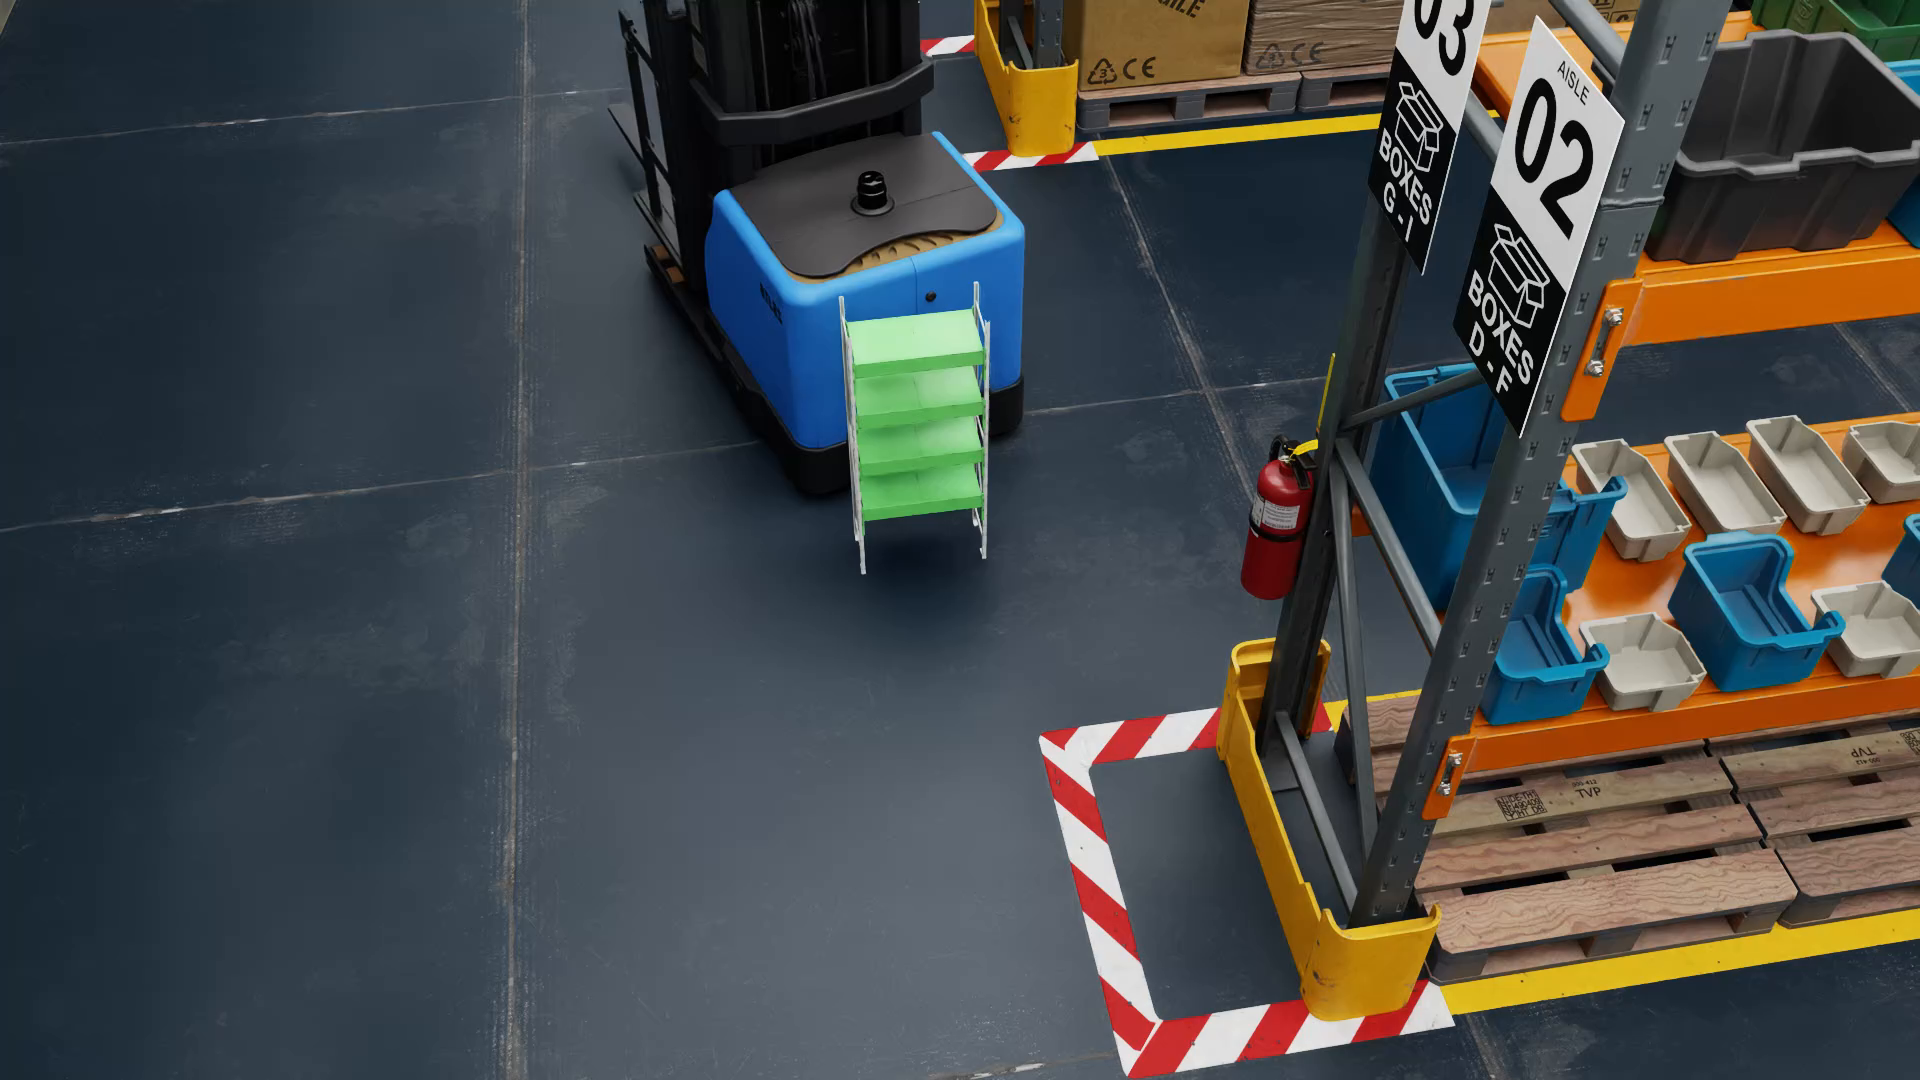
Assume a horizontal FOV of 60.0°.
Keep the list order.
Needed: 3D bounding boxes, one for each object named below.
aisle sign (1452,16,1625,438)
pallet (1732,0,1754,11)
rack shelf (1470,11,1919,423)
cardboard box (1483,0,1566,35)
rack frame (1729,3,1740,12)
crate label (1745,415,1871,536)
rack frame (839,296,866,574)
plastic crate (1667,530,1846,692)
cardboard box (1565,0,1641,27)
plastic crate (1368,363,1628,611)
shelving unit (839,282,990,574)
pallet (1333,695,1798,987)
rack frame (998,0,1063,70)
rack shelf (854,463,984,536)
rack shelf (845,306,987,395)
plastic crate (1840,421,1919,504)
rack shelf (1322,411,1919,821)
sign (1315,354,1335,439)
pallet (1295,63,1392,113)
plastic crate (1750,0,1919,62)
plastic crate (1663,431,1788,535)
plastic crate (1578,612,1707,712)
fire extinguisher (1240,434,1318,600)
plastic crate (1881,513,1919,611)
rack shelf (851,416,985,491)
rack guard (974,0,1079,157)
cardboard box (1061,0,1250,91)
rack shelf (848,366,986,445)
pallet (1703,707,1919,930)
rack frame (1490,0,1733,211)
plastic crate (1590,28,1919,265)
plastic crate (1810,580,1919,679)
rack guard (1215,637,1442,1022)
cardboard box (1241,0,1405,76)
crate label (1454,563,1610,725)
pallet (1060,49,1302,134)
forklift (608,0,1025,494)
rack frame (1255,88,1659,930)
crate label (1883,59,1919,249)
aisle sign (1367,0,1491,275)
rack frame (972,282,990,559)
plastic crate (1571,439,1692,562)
[{"bbox_3d":[1.187,-0.635,3.474,0.004,0.787,0.394,-7,46,-7],"label":"aisle sign"},{"bbox_3d":[5.051,-3.140,9.628,1.213,0.211,1.003,-7,46,-7],"label":"pallet"},{"bbox_3d":[3.178,-0.990,4.037,4.000,0.370,1.077,-7,46,-7],"label":"rack shelf"},{"bbox_3d":[2.753,-3.233,8.965,0.875,0.875,0.875,-7,46,-7],"label":"cardboard box"},{"bbox_3d":[4.304,-3.959,8.481,0.127,3.000,1.000,-7,46,-7],"label":"rack frame"},{"bbox_3d":[2.538,-0.188,4.990,0.243,0.136,0.396,-7,46,-7],"label":"crate label"},{"bbox_3d":[-0.404,-0.366,6.269,0.015,1.200,0.240,-7,46,-7],"label":"rack frame"},{"bbox_3d":[2.155,0.207,4.543,0.300,0.233,0.416,-7,46,-7],"label":"plastic crate"},{"bbox_3d":[3.640,-3.343,9.072,0.875,0.875,0.875,-7,46,-7],"label":"cardboard box"},{"bbox_3d":[1.505,-0.160,4.755,0.499,0.435,0.616,-7,46,-7],"label":"plastic crate"},{"bbox_3d":[-0.163,-0.396,6.298,0.503,1.200,0.258,-7,46,-7],"label":"shelving unit"},{"bbox_3d":[2.026,0.941,5.697,1.213,0.211,1.003,-7,46,-7],"label":"pallet"},{"bbox_3d":[0.363,-3.468,8.008,0.127,3.000,1.000,-7,46,-7],"label":"rack frame"},{"bbox_3d":[-0.163,-0.185,6.517,0.480,0.148,0.258,-7,46,-7],"label":"rack shelf"},{"bbox_3d":[-0.163,-0.685,5.999,0.480,0.148,0.258,-7,46,-7],"label":"rack shelf"},{"bbox_3d":[2.827,-0.237,5.037,0.250,0.136,0.298,-7,46,-7],"label":"plastic crate"},{"bbox_3d":[3.178,0.051,5.118,4.000,0.370,1.077,-7,46,-7],"label":"rack shelf"},{"bbox_3d":[1.097,-0.398,4.937,0.005,0.325,0.100,-7,46,-7],"label":"sign"},{"bbox_3d":[2.337,-2.801,9.302,1.213,0.211,1.003,-7,46,-7],"label":"pallet"},{"bbox_3d":[2.130,-1.244,3.930,0.336,0.188,0.450,-7,46,-7],"label":"plastic crate"},{"bbox_3d":[2.268,-0.136,4.940,0.243,0.136,0.396,-7,46,-7],"label":"plastic crate"},{"bbox_3d":[1.837,0.340,4.481,0.298,0.136,0.250,-7,46,-7],"label":"plastic crate"},{"bbox_3d":[0.981,-0.101,5.077,0.183,0.674,0.296,-7,46,-7],"label":"fire extinguisher"},{"bbox_3d":[2.804,0.126,4.620,0.300,0.233,0.416,-7,46,-7],"label":"plastic crate"},{"bbox_3d":[-0.163,-0.352,6.344,0.480,0.148,0.258,-7,46,-7],"label":"rack shelf"},{"bbox_3d":[0.339,-2.597,8.905,0.348,0.500,1.175,-7,46,-7],"label":"rack guard"},{"bbox_3d":[0.980,-3.011,8.752,0.875,0.875,0.875,-7,46,-7],"label":"cardboard box"},{"bbox_3d":[-0.163,-0.518,6.172,0.480,0.148,0.258,-7,46,-7],"label":"rack shelf"},{"bbox_3d":[3.226,0.793,5.839,1.213,0.211,1.003,-7,46,-7],"label":"pallet"},{"bbox_3d":[1.207,-2.035,2.461,0.127,3.000,1.000,-7,46,-7],"label":"rack frame"},{"bbox_3d":[1.634,-0.798,3.444,0.590,0.269,0.497,-7,46,-7],"label":"plastic crate"},{"bbox_3d":[2.505,0.257,4.561,0.298,0.136,0.250,-7,46,-7],"label":"plastic crate"},{"bbox_3d":[1.186,0.926,5.510,0.348,0.500,1.175,-7,46,-7],"label":"rack guard"},{"bbox_3d":[1.876,-3.123,8.860,0.875,0.875,0.875,-7,46,-7],"label":"cardboard box"},{"bbox_3d":[1.507,0.287,4.465,0.303,0.233,0.416,-7,46,-7],"label":"crate label"},{"bbox_3d":[1.137,-2.654,9.160,1.213,0.211,1.003,-7,46,-7],"label":"pallet"},{"bbox_3d":[-0.845,-2.273,6.905,1.130,2.935,3.031,-20,49,-18],"label":"forklift"},{"bbox_3d":[1.207,0.047,4.622,0.127,3.000,1.000,-7,46,-7],"label":"rack frame"},{"bbox_3d":[2.171,-0.826,3.483,0.502,0.251,0.408,-7,46,-7],"label":"crate label"},{"bbox_3d":[1.086,-1.054,3.877,0.004,0.787,0.394,-7,46,-7],"label":"aisle sign"},{"bbox_3d":[0.077,-0.426,6.327,0.015,1.200,0.240,-7,46,-7],"label":"rack frame"},{"bbox_3d":[1.980,-0.111,4.915,0.243,0.136,0.396,-7,46,-7],"label":"plastic crate"}]
